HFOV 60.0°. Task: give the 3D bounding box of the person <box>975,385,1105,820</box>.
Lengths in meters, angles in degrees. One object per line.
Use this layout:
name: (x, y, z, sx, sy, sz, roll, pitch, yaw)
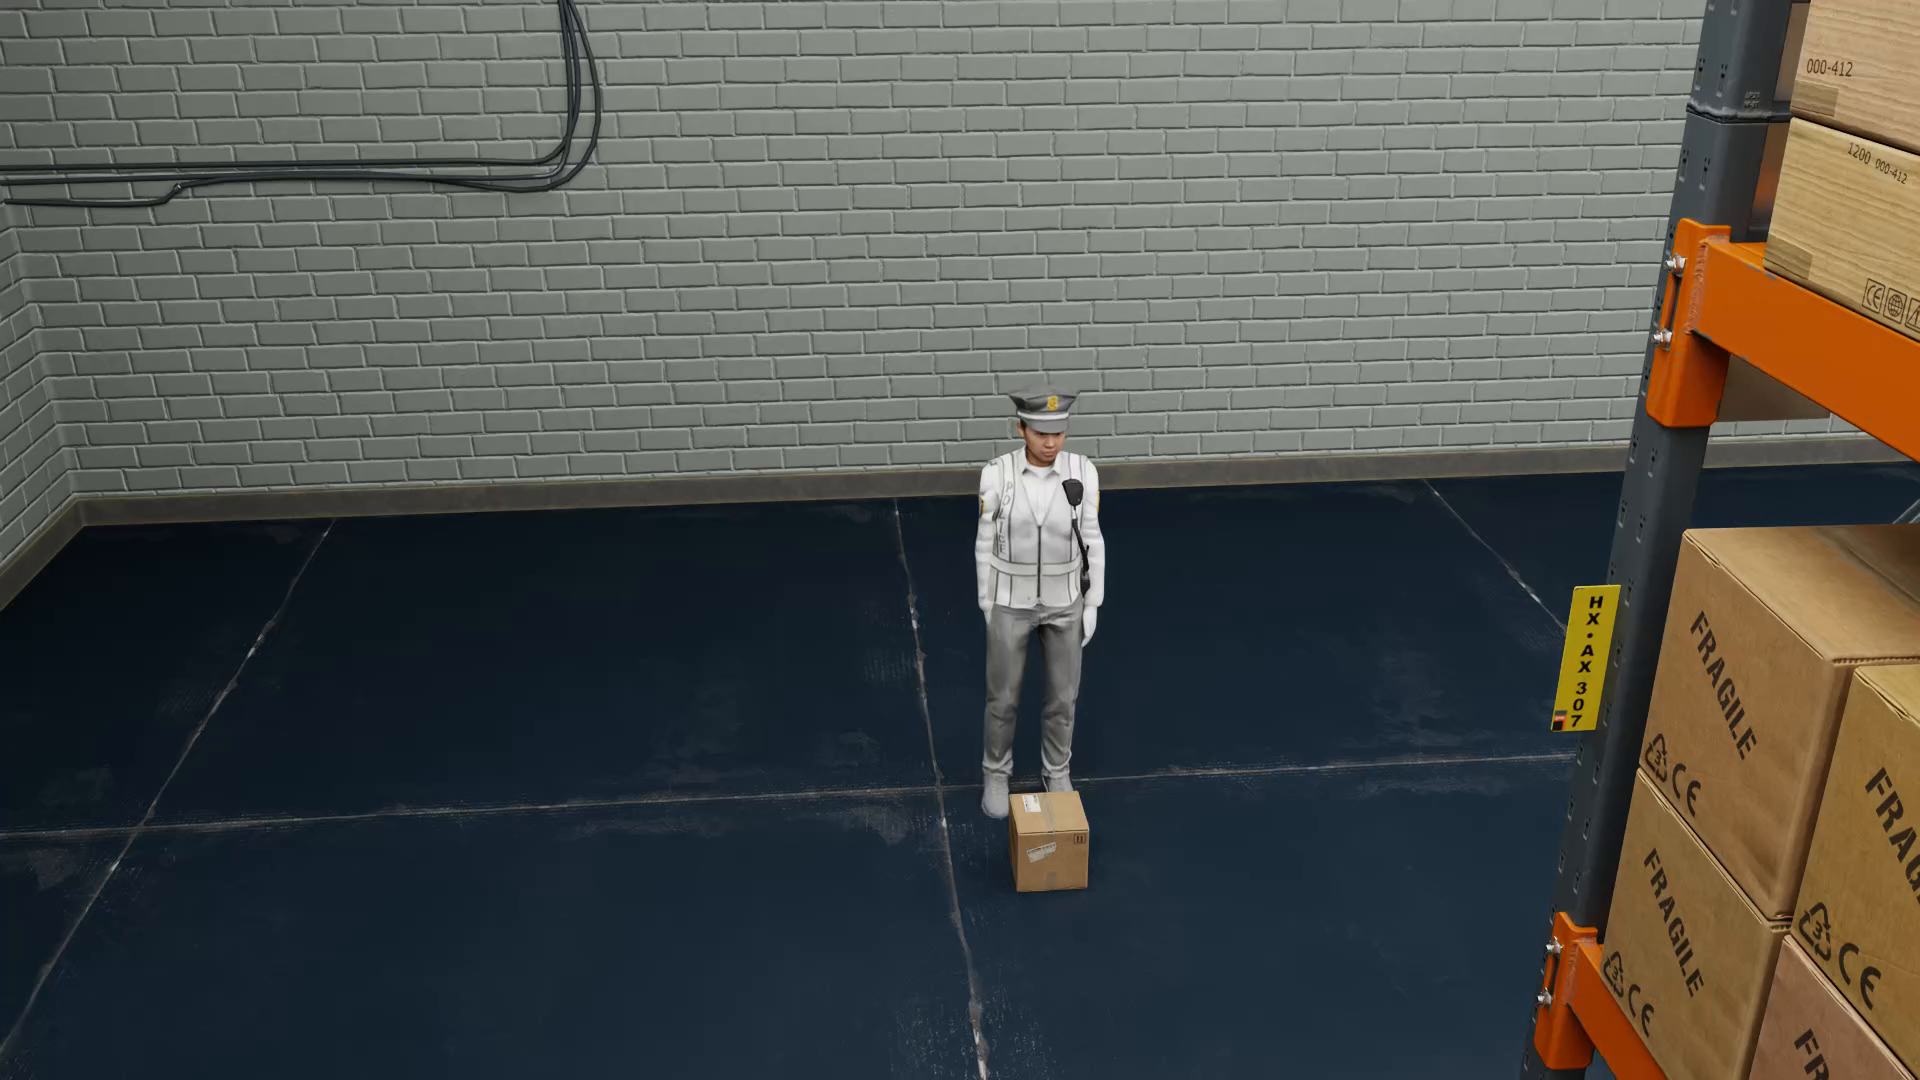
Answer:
person: (0.291, 0.245, 6.057, 0.468, 1.689, 0.333, -2, 24, -4)
